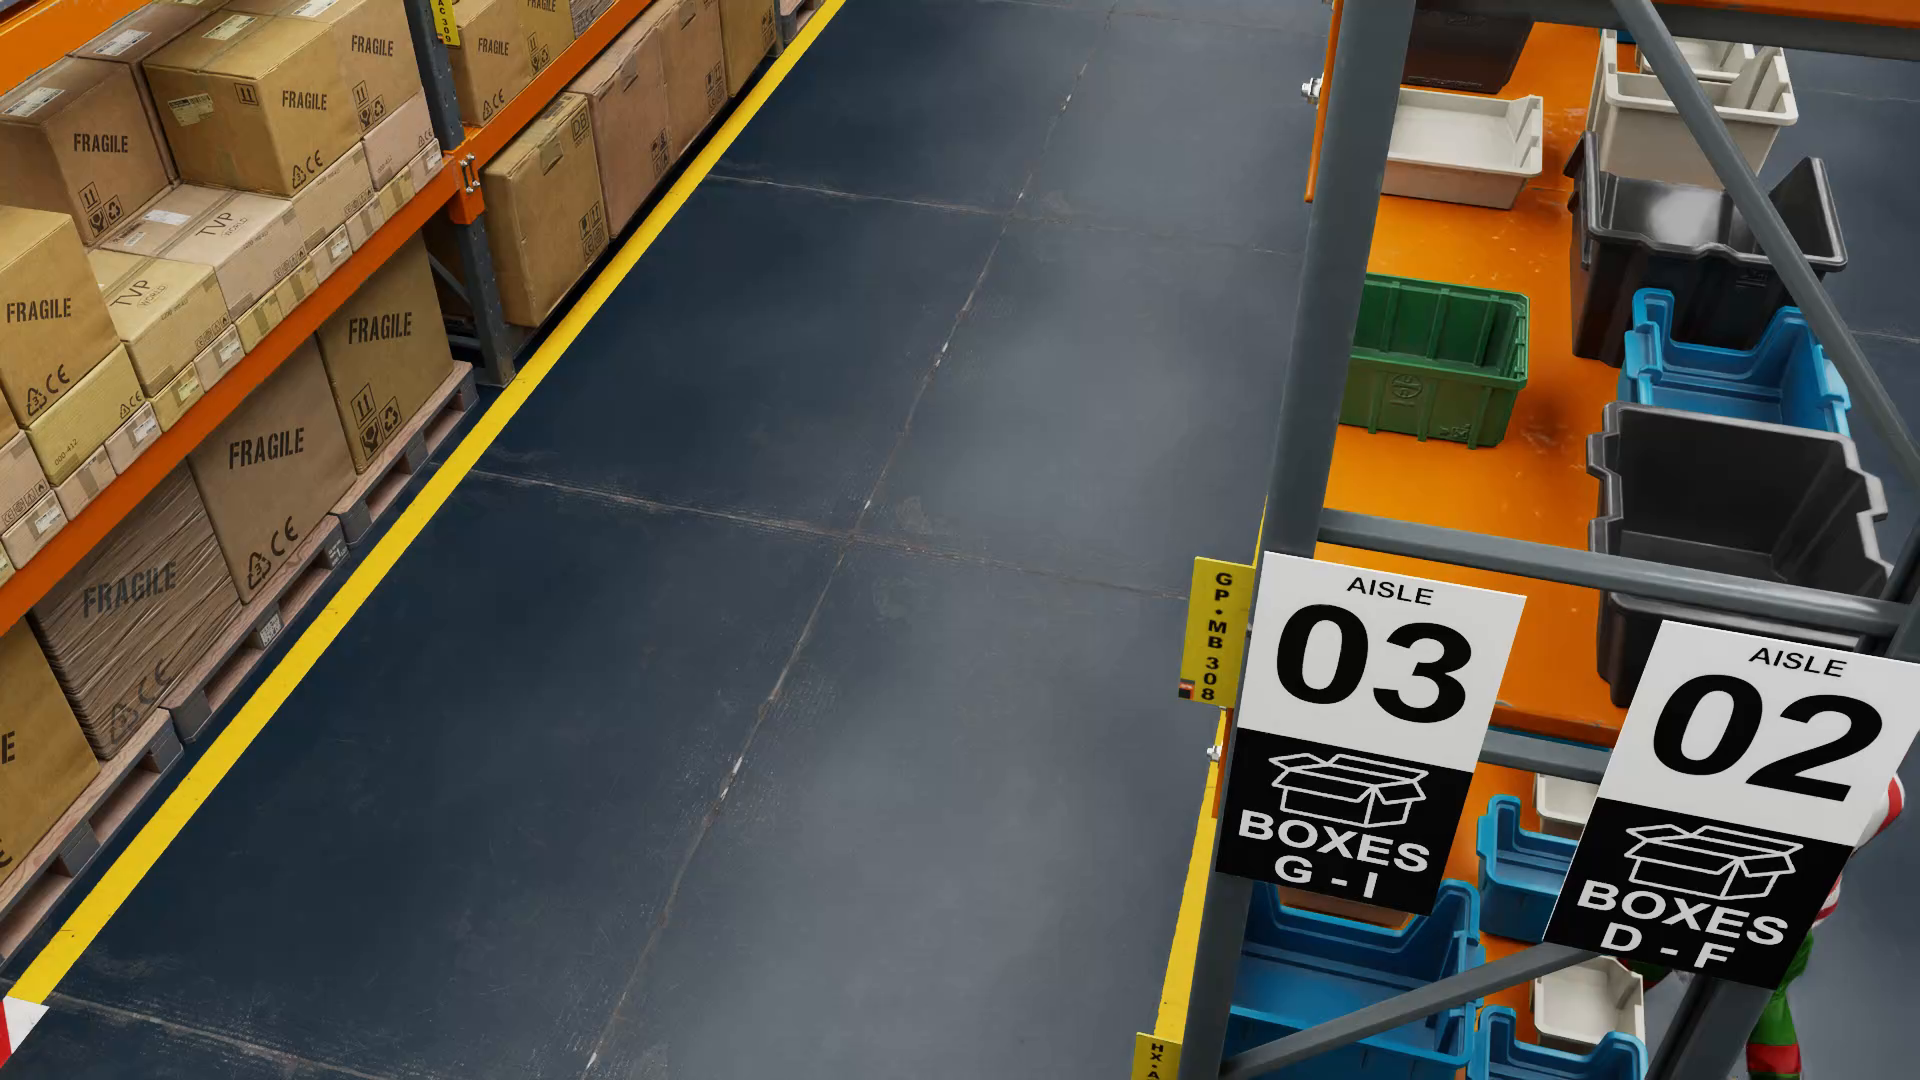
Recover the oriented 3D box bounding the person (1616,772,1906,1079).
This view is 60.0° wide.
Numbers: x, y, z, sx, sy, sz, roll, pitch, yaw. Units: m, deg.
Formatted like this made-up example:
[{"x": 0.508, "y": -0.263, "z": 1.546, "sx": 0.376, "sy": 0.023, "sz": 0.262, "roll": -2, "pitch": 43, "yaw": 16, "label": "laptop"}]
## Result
[{"x": 2.347, "y": 1.037, "z": 4.937, "sx": 0.579, "sy": 1.765, "sz": 0.950, "roll": -7, "pitch": 41, "yaw": -8, "label": "person"}]
